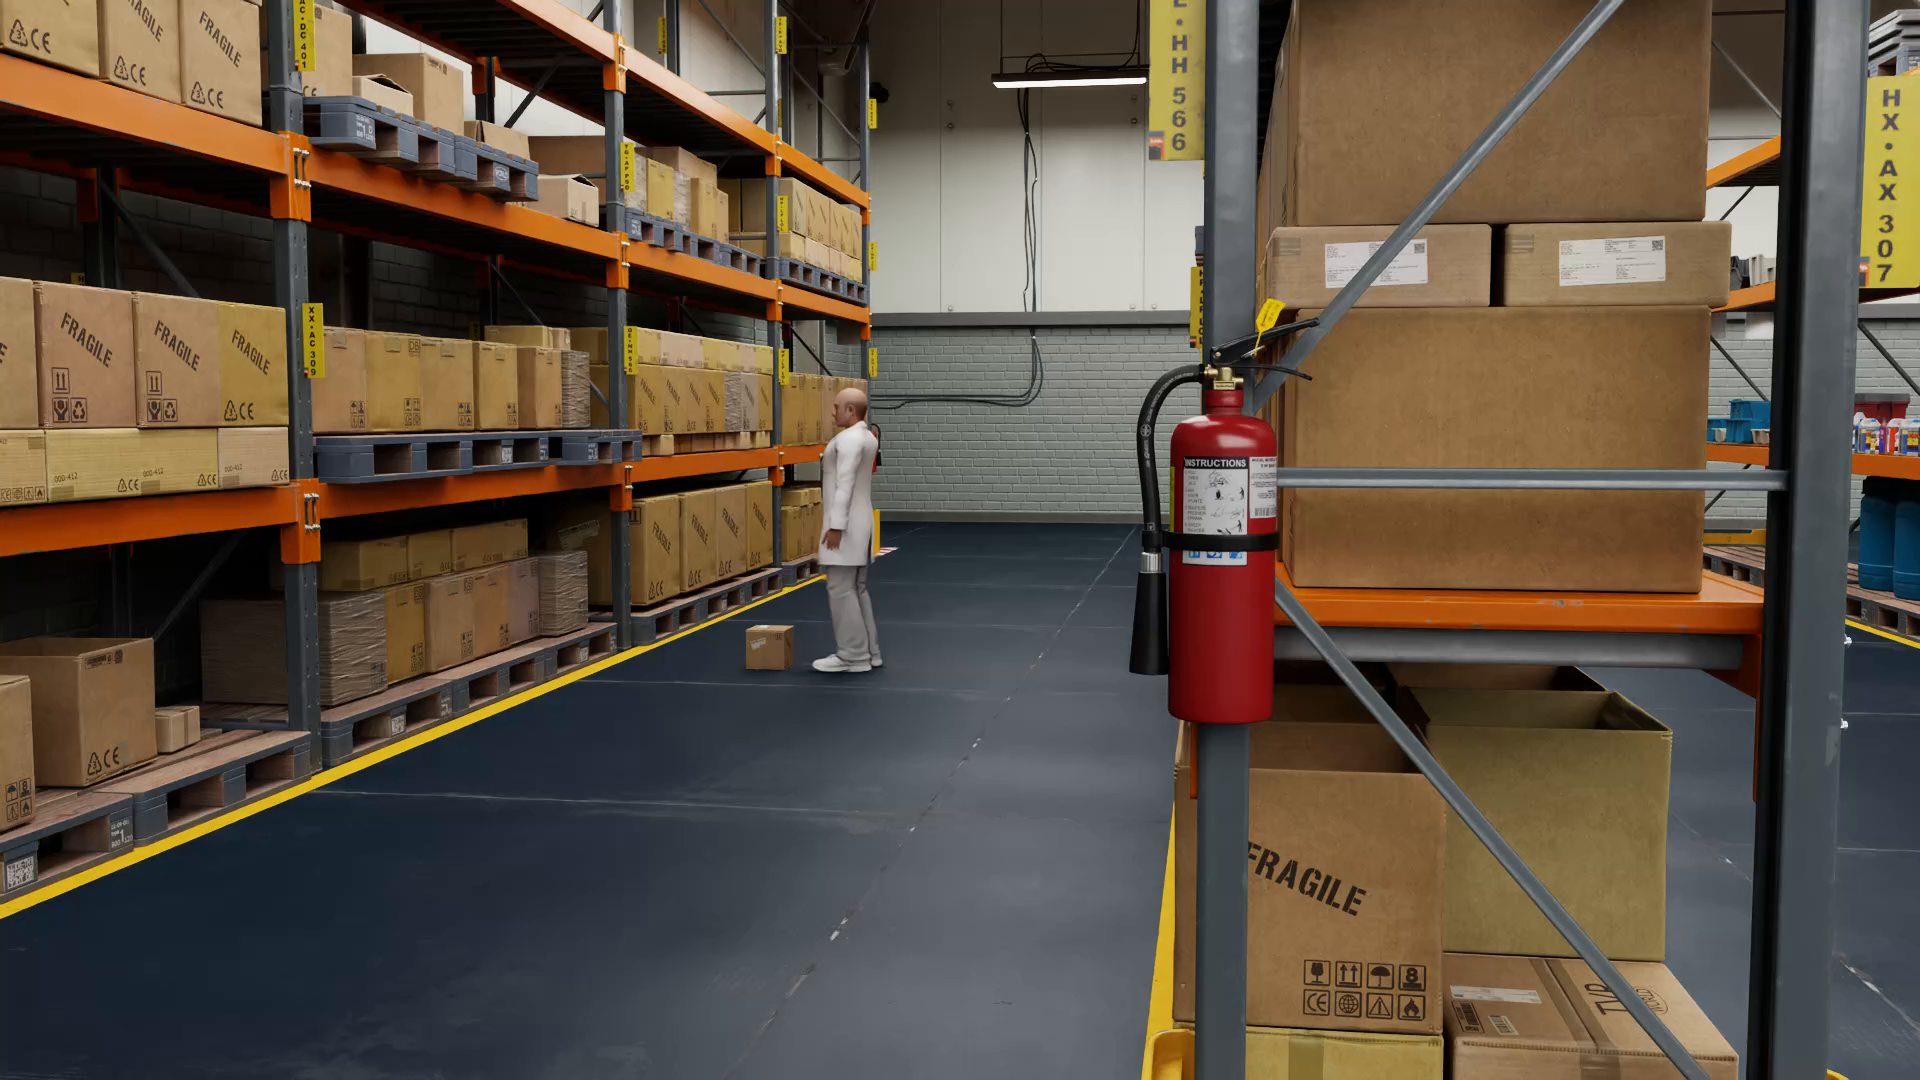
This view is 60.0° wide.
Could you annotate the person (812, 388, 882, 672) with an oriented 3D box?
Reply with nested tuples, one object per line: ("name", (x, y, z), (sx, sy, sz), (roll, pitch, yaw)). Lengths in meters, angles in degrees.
("person", (-0.717, -0.065, 10.462), (0.386, 1.775, 0.562), (1, 4, 10))
